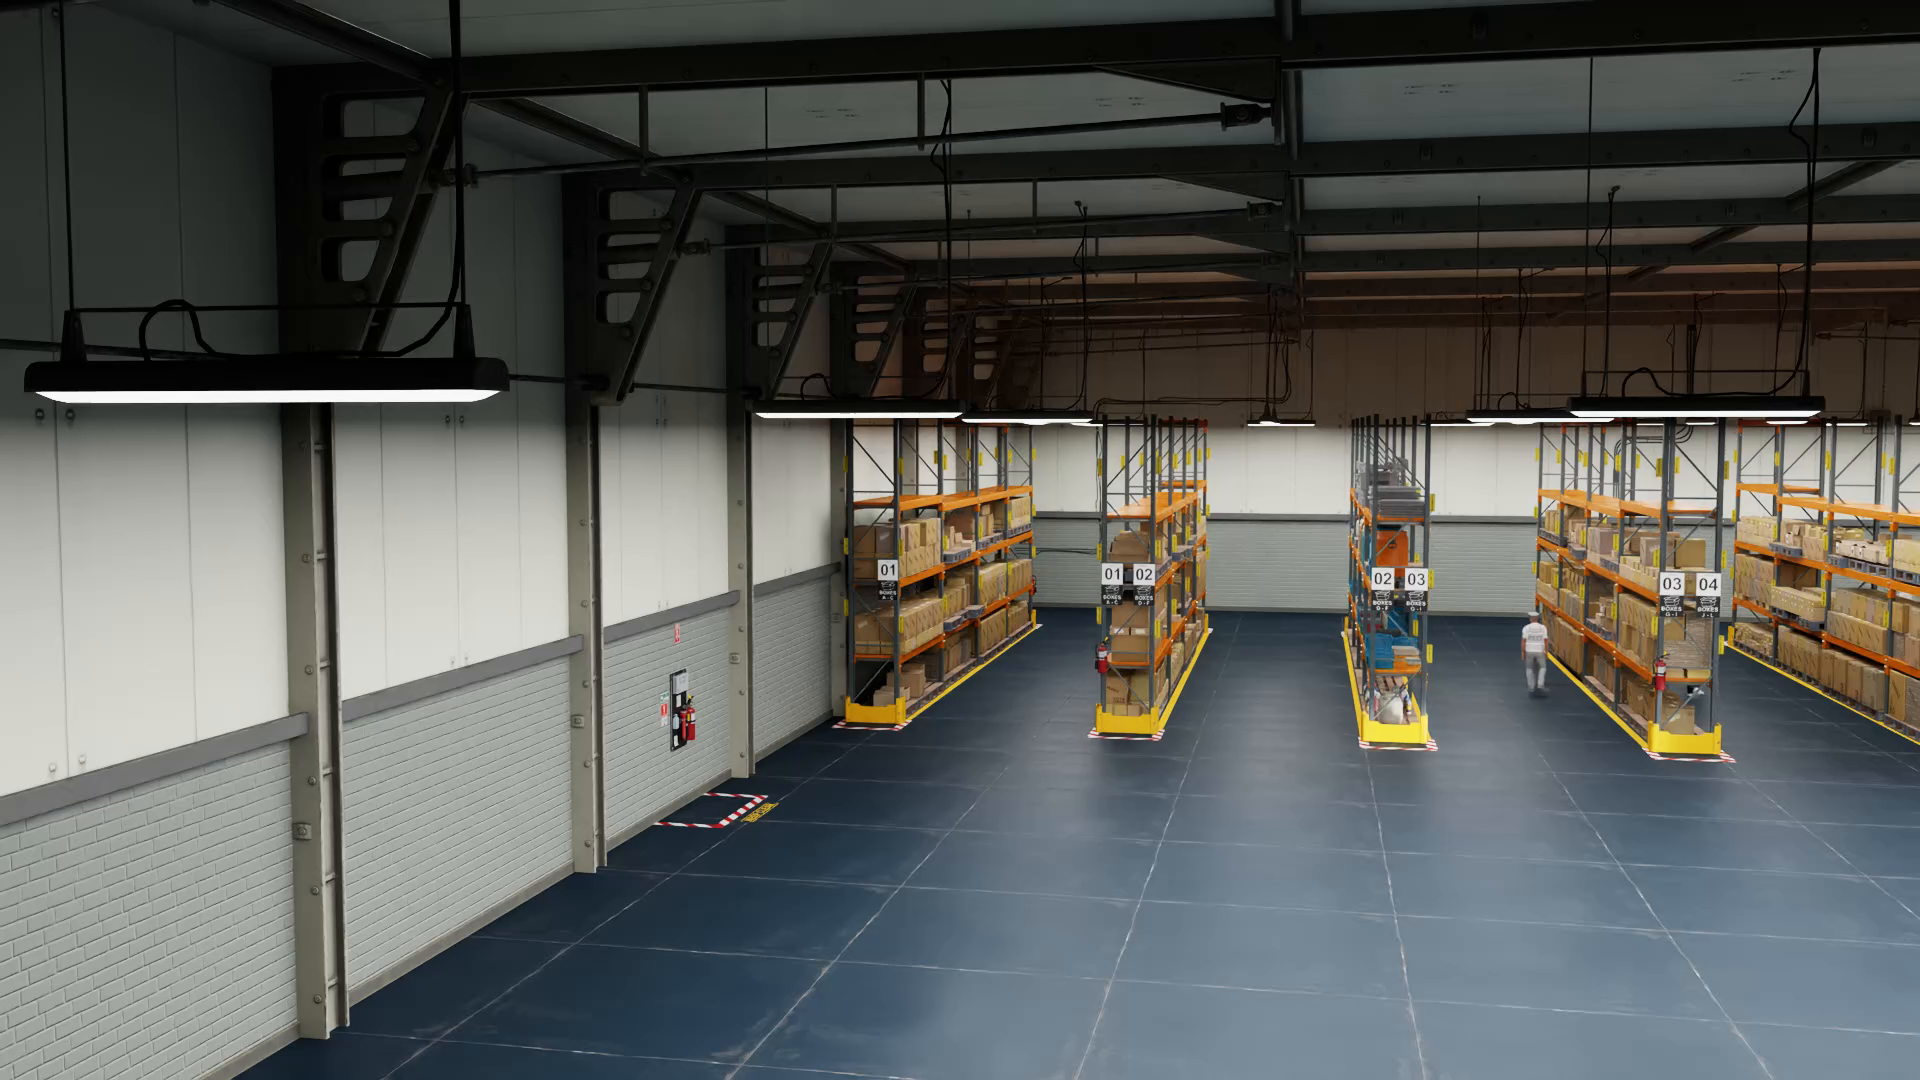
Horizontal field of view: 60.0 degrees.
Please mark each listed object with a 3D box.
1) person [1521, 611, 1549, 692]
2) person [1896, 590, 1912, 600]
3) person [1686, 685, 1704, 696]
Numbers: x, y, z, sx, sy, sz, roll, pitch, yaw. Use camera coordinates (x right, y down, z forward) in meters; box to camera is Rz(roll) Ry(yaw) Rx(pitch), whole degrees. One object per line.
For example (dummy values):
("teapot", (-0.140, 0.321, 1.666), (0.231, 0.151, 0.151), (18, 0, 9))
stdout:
("person", (12.509, 2.442, 36.163), (0.579, 1.755, 0.565), (1, 4, 11))
("person", (25.234, 1.887, 44.491), (1.143, 1.732, 0.561), (1, 4, 12))
("person", (15.678, 2.560, 35.582), (0.463, 1.596, 0.471), (1, 4, 15))
